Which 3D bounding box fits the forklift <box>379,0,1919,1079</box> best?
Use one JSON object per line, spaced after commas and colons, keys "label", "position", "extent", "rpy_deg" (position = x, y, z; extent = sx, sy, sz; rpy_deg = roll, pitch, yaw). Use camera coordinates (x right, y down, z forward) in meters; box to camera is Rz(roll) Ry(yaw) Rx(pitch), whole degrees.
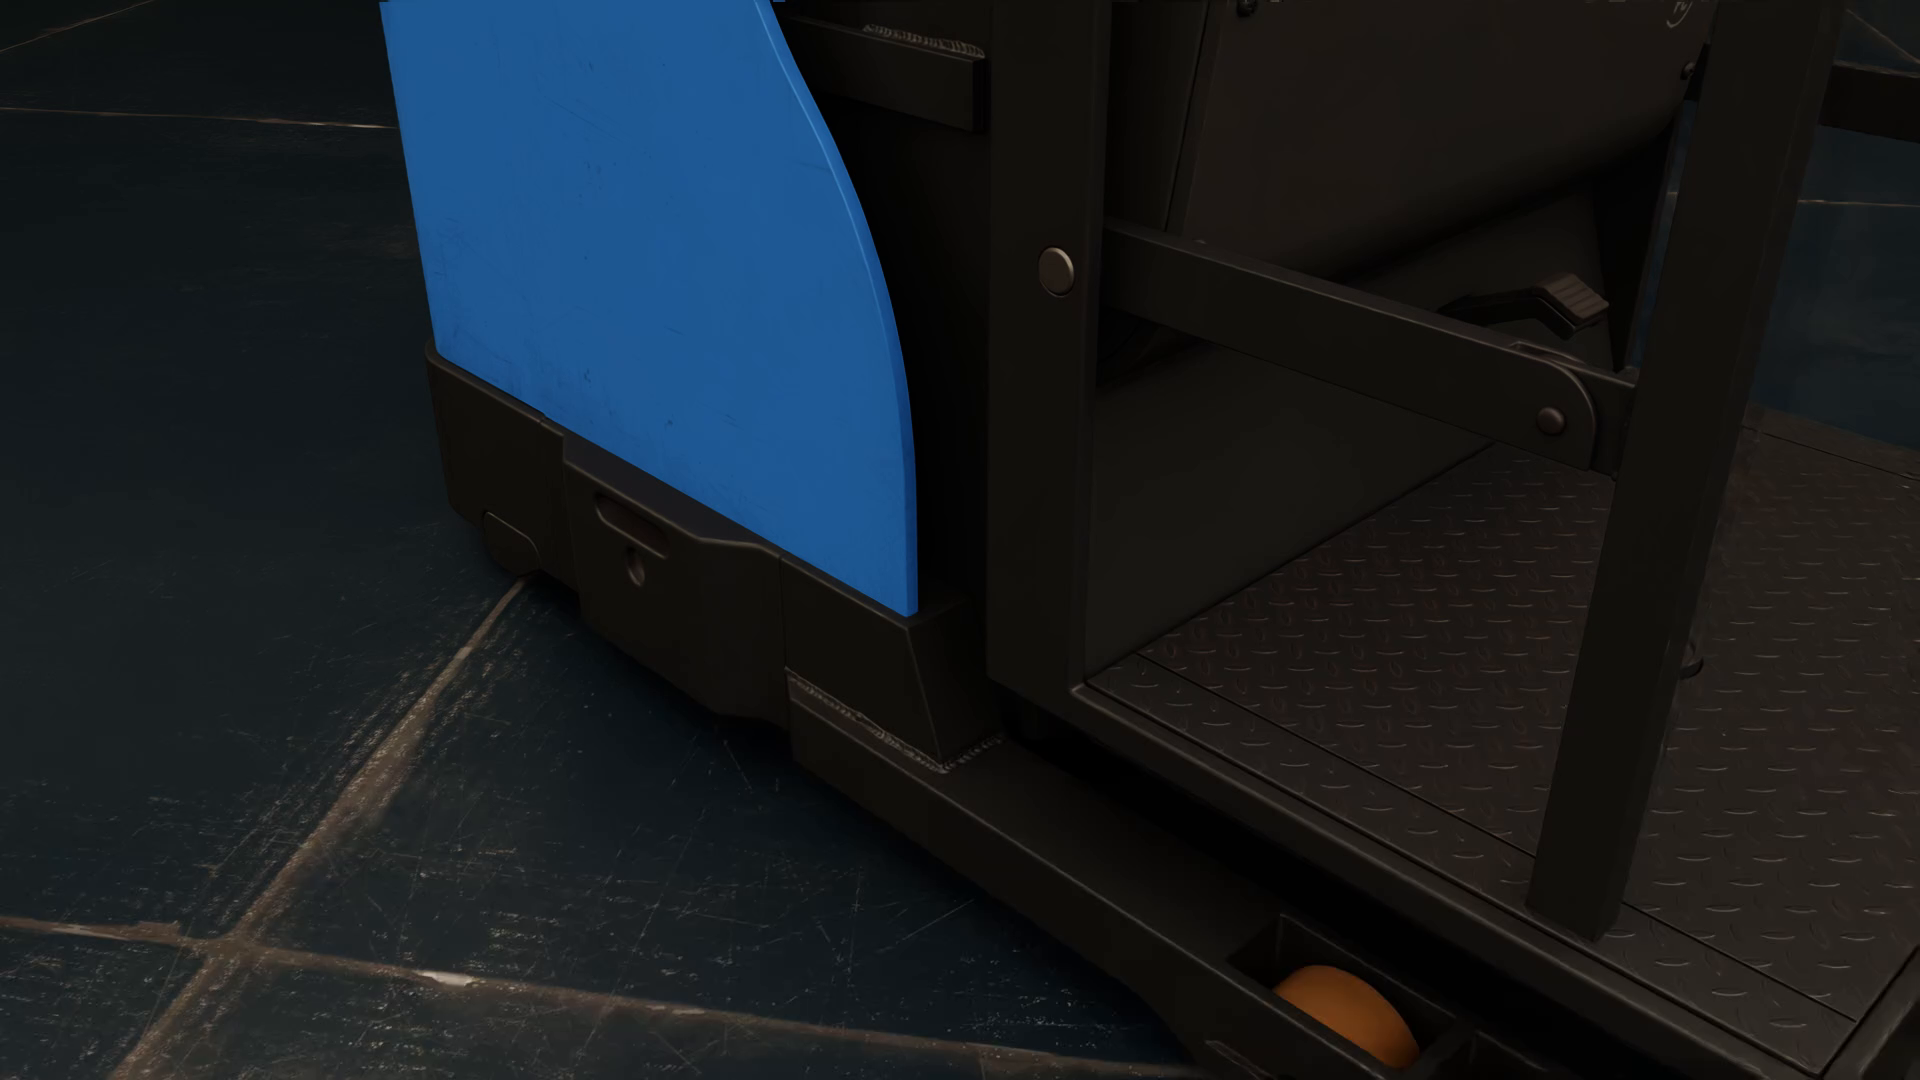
{"label": "forklift", "position": [0.628, -0.943, 1.179], "extent": [1.130, 2.935, 3.031], "rpy_deg": [-25, 38, -38]}
